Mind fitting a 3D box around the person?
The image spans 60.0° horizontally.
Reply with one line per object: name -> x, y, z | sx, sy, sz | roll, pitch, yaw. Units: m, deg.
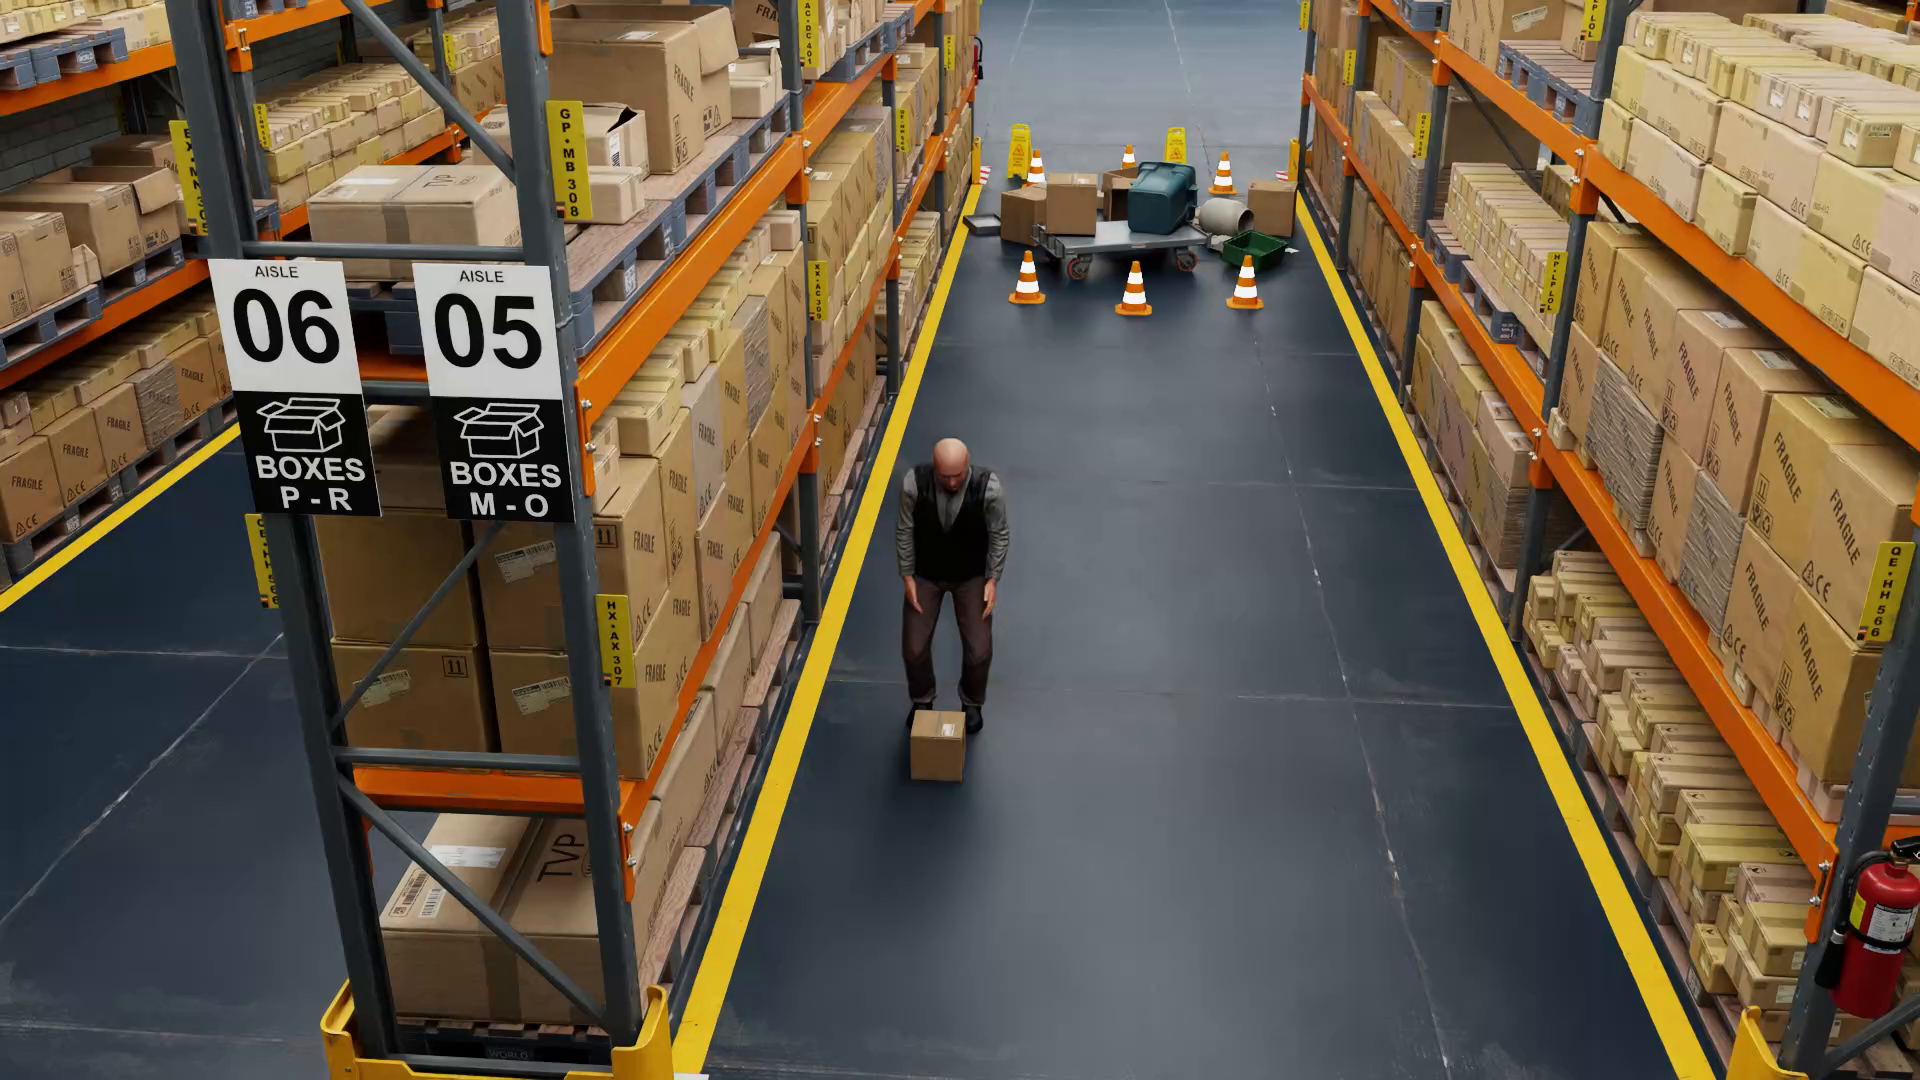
person -> -0.033, 0.196, 8.340 | 0.574, 1.617, 0.509 | 3, 24, 6
